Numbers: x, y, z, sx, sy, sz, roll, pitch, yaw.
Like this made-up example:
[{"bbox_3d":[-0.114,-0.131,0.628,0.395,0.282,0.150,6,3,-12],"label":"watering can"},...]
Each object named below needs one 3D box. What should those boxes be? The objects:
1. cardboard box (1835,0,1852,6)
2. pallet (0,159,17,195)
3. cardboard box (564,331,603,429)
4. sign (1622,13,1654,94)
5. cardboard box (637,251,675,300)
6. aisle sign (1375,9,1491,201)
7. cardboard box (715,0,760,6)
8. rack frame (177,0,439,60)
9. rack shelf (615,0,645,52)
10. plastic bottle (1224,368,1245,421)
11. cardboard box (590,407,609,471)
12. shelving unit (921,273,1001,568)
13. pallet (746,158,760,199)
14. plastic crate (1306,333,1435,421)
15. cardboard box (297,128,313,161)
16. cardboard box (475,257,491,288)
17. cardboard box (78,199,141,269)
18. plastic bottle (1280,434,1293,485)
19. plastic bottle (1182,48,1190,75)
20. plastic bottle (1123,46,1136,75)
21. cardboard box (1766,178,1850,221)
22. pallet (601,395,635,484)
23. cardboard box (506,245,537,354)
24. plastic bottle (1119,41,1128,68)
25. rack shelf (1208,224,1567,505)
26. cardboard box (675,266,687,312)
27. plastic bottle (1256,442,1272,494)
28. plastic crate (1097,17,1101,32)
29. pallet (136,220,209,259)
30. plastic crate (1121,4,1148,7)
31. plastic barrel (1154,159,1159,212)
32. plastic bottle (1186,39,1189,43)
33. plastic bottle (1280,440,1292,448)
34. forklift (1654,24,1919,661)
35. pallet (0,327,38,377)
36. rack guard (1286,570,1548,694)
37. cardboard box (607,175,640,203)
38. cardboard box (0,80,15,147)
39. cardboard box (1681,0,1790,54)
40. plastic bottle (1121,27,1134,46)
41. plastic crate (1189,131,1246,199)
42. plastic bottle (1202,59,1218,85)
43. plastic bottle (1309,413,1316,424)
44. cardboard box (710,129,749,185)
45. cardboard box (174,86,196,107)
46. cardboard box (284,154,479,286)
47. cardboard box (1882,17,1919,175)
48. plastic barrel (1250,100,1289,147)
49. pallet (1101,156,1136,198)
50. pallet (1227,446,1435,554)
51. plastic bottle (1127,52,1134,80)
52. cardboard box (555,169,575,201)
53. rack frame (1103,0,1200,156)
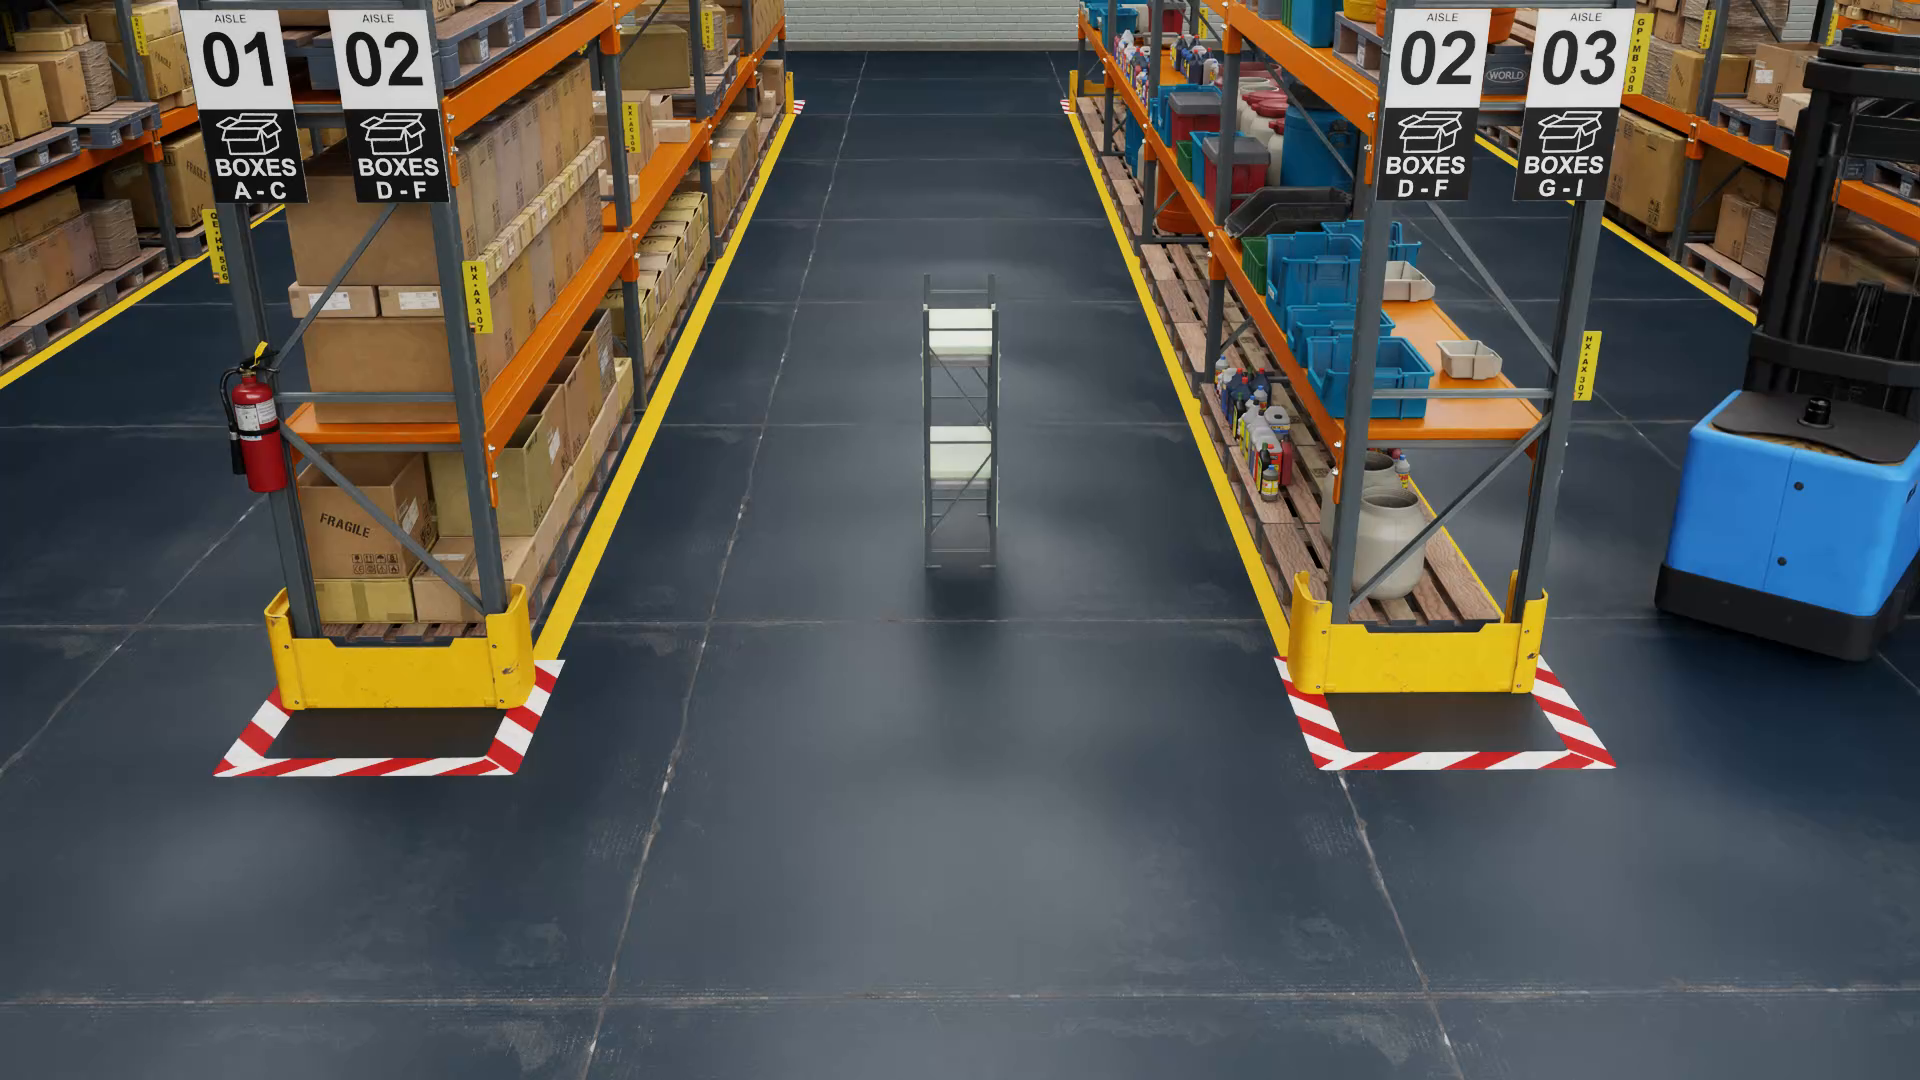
[{"bbox_3d":[11.741,-7.250,21.657,0.500,0.500,0.500,1,24,2],"label":"cardboard box"},{"bbox_3d":[-7.540,-2.491,11.850,1.003,0.211,1.213,0,24,-1],"label":"pallet"},{"bbox_3d":[-2.497,-0.965,10.160,0.500,0.500,0.500,0,24,-1],"label":"cardboard box"},{"bbox_3d":[2.823,-2.031,6.949,0.100,0.325,0.005,0,24,-1],"label":"sign"},{"bbox_3d":[-2.486,-2.072,12.837,0.500,0.311,0.500,-1,24,-2],"label":"cardboard box"},{"bbox_3d":[1.977,-1.813,6.963,0.394,0.787,0.004,0,24,-1],"label":"aisle sign"},{"bbox_3d":[-2.535,-6.280,18.660,0.500,0.500,0.500,0,24,1],"label":"cardboard box"},{"bbox_3d":[-2.680,-3.372,6.285,1.000,3.000,0.127,0,24,-1],"label":"rack frame"},{"bbox_3d":[-2.745,-4.150,12.518,1.077,0.370,4.000,0,24,-1],"label":"rack shelf"},{"bbox_3d":[1.823,-0.966,10.927,0.144,0.351,0.185,0,24,1],"label":"plastic bottle"},{"bbox_3d":[-2.484,-0.623,10.314,0.500,0.250,0.500,0,24,-1],"label":"cardboard box"},{"bbox_3d":[0.000,-0.681,9.435,0.431,1.500,0.755,0,24,-1],"label":"shelving unit"},{"bbox_3d":[-2.764,-3.977,18.288,1.003,0.211,1.213,0,24,-1],"label":"pallet"},{"bbox_3d":[1.968,-0.796,8.051,0.499,0.251,0.616,0,24,-1],"label":"plastic crate"},{"bbox_3d":[-7.627,-4.504,18.167,0.750,0.750,0.750,0,24,0],"label":"cardboard box"},{"bbox_3d":[-2.474,-1.251,7.967,0.380,0.149,0.250,-1,24,-2],"label":"cardboard box"},{"bbox_3d":[-7.661,-2.676,14.526,0.700,0.500,0.500,0,24,0],"label":"cardboard box"},{"bbox_3d":[1.946,-0.481,9.937,0.061,0.283,0.133,0,24,-1],"label":"plastic bottle"},{"bbox_3d":[2.356,-4.962,17.238,0.097,0.271,0.097,0,24,0],"label":"plastic bottle"},{"bbox_3d":[1.776,-4.973,17.257,0.152,0.276,0.135,0,24,-1],"label":"plastic bottle"},{"bbox_3d":[7.192,-2.887,14.082,0.500,0.250,0.500,2,24,5],"label":"cardboard box"},{"bbox_3d":[-2.757,-0.688,11.015,1.003,0.211,1.213,0,24,-1],"label":"pallet"},{"bbox_3d":[-2.682,-1.297,8.857,0.700,0.500,0.500,0,24,0],"label":"cardboard box"},{"bbox_3d":[1.744,-5.154,17.662,0.097,0.271,0.097,0,24,0],"label":"plastic bottle"},{"bbox_3d":[2.251,-1.155,9.538,1.077,0.370,4.000,0,24,-1],"label":"rack shelf"},{"bbox_3d":[-2.497,-2.026,13.417,0.500,0.250,0.500,0,24,0],"label":"cardboard box"},{"bbox_3d":[1.795,-0.425,9.812,0.061,0.283,0.133,0,24,1],"label":"plastic bottle"},{"bbox_3d":[1.823,-6.227,20.126,0.293,0.136,0.466,0,24,-1],"label":"plastic crate"},{"bbox_3d":[-7.654,-2.966,16.051,1.003,0.211,1.213,0,24,-1],"label":"pallet"},{"bbox_3d":[2.289,-6.824,21.445,0.396,0.136,0.243,0,24,-1],"label":"plastic crate"},{"bbox_3d":[2.068,-3.447,16.241,0.421,0.512,0.421,0,24,0],"label":"plastic barrel"},{"bbox_3d":[2.474,-5.236,17.837,0.152,0.276,0.135,0,24,-1],"label":"plastic bottle"},{"bbox_3d":[1.962,-0.509,10.097,0.097,0.201,0.097,0,24,0],"label":"plastic bottle"},{"bbox_3d":[4.995,-1.274,9.010,1.130,2.935,3.031,18,30,35],"label":"forklift"},{"bbox_3d":[-7.687,-1.313,12.397,1.003,0.211,1.213,0,24,-1],"label":"pallet"},{"bbox_3d":[2.225,0.449,8.151,1.175,0.500,0.348,0,24,-1],"label":"rack guard"},{"bbox_3d":[-2.529,-2.538,12.027,0.380,0.149,0.250,0,24,-1],"label":"cardboard box"},{"bbox_3d":[-7.686,-3.220,12.575,0.700,0.500,0.500,3,25,7],"label":"cardboard box"},{"bbox_3d":[7.147,-4.782,15.344,0.797,0.503,0.637,1,24,1],"label":"cardboard box"},{"bbox_3d":[1.822,-5.418,18.150,0.144,0.351,0.185,0,24,-1],"label":"plastic bottle"},{"bbox_3d":[1.906,-2.753,12.217,0.392,0.384,0.575,0,24,-1],"label":"plastic crate"},{"bbox_3d":[2.489,-4.650,16.543,0.152,0.276,0.135,0,24,-1],"label":"plastic bottle"},{"bbox_3d":[2.379,-0.913,10.899,0.152,0.276,0.135,0,24,-1],"label":"plastic bottle"},{"bbox_3d":[-2.517,-4.032,17.525,0.500,0.500,0.500,0,24,0],"label":"cardboard box"},{"bbox_3d":[-7.405,-4.156,15.580,0.380,0.149,0.250,0,24,1],"label":"cardboard box"},{"bbox_3d":[-2.673,-1.489,7.707,0.700,0.500,0.500,0,24,0],"label":"cardboard box"},{"bbox_3d":[7.314,-3.122,11.776,1.000,1.000,1.000,0,24,0],"label":"cardboard box"},{"bbox_3d":[2.430,-3.067,12.726,0.433,0.535,0.433,0,24,0],"label":"plastic barrel"},{"bbox_3d":[2.109,-4.015,18.372,1.003,0.211,1.213,0,24,-1],"label":"pallet"},{"bbox_3d":[2.211,-0.256,10.060,1.003,0.211,1.213,0,24,-1],"label":"pallet"},{"bbox_3d":[1.753,-4.828,16.940,0.097,0.271,0.097,0,24,0],"label":"plastic bottle"},{"bbox_3d":[-2.497,-2.097,9.839,0.380,0.149,0.250,0,24,-1],"label":"cardboard box"},{"bbox_3d":[2.142,-5.604,18.500,1.000,3.000,0.127,0,24,-1],"label":"rack frame"}]
